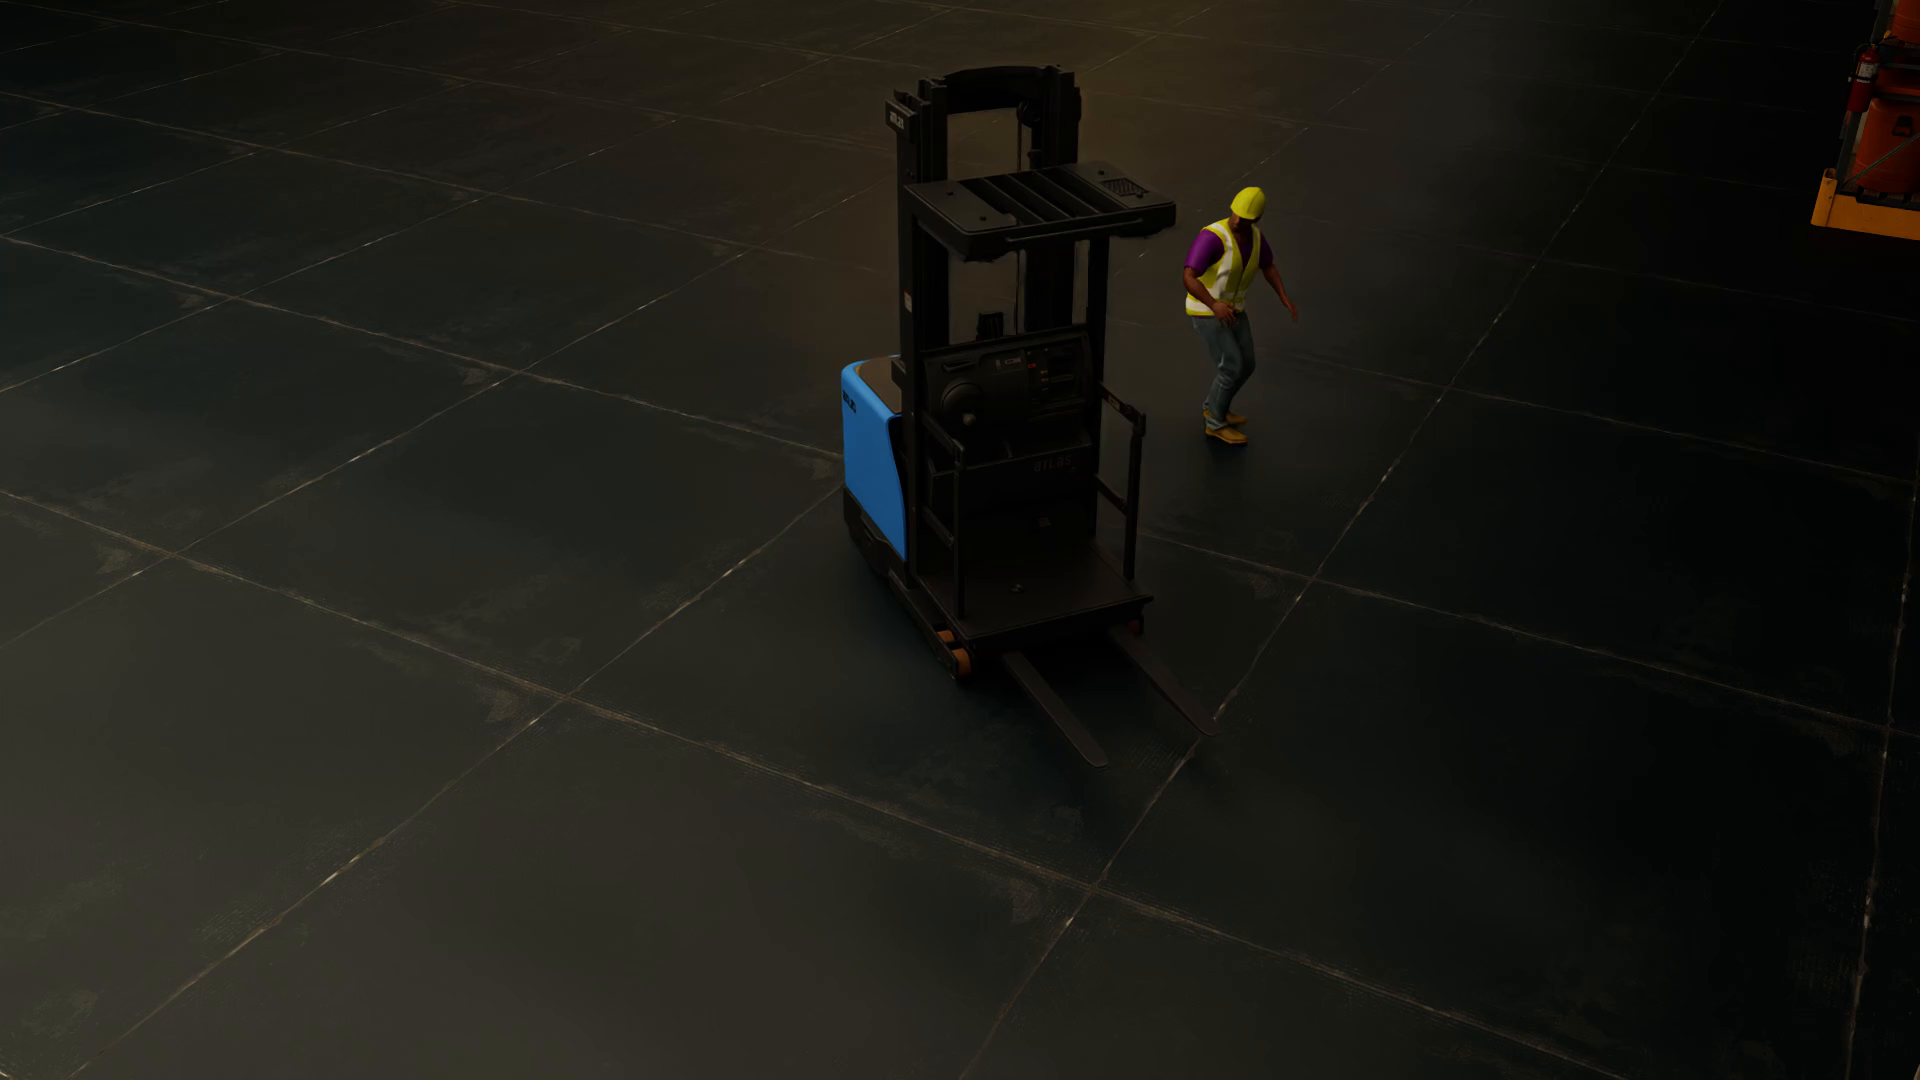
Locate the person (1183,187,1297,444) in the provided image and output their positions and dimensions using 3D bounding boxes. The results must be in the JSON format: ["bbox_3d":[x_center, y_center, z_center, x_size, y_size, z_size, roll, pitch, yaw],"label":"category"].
[{"bbox_3d":[1.805,-1.482,10.893,0.550,1.709,0.818,26,39,37],"label":"person"}]

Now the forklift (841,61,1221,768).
[{"bbox_3d":[0.344,-0.779,8.420,1.130,2.935,3.031,-12,32,-20],"label":"forklift"}]
